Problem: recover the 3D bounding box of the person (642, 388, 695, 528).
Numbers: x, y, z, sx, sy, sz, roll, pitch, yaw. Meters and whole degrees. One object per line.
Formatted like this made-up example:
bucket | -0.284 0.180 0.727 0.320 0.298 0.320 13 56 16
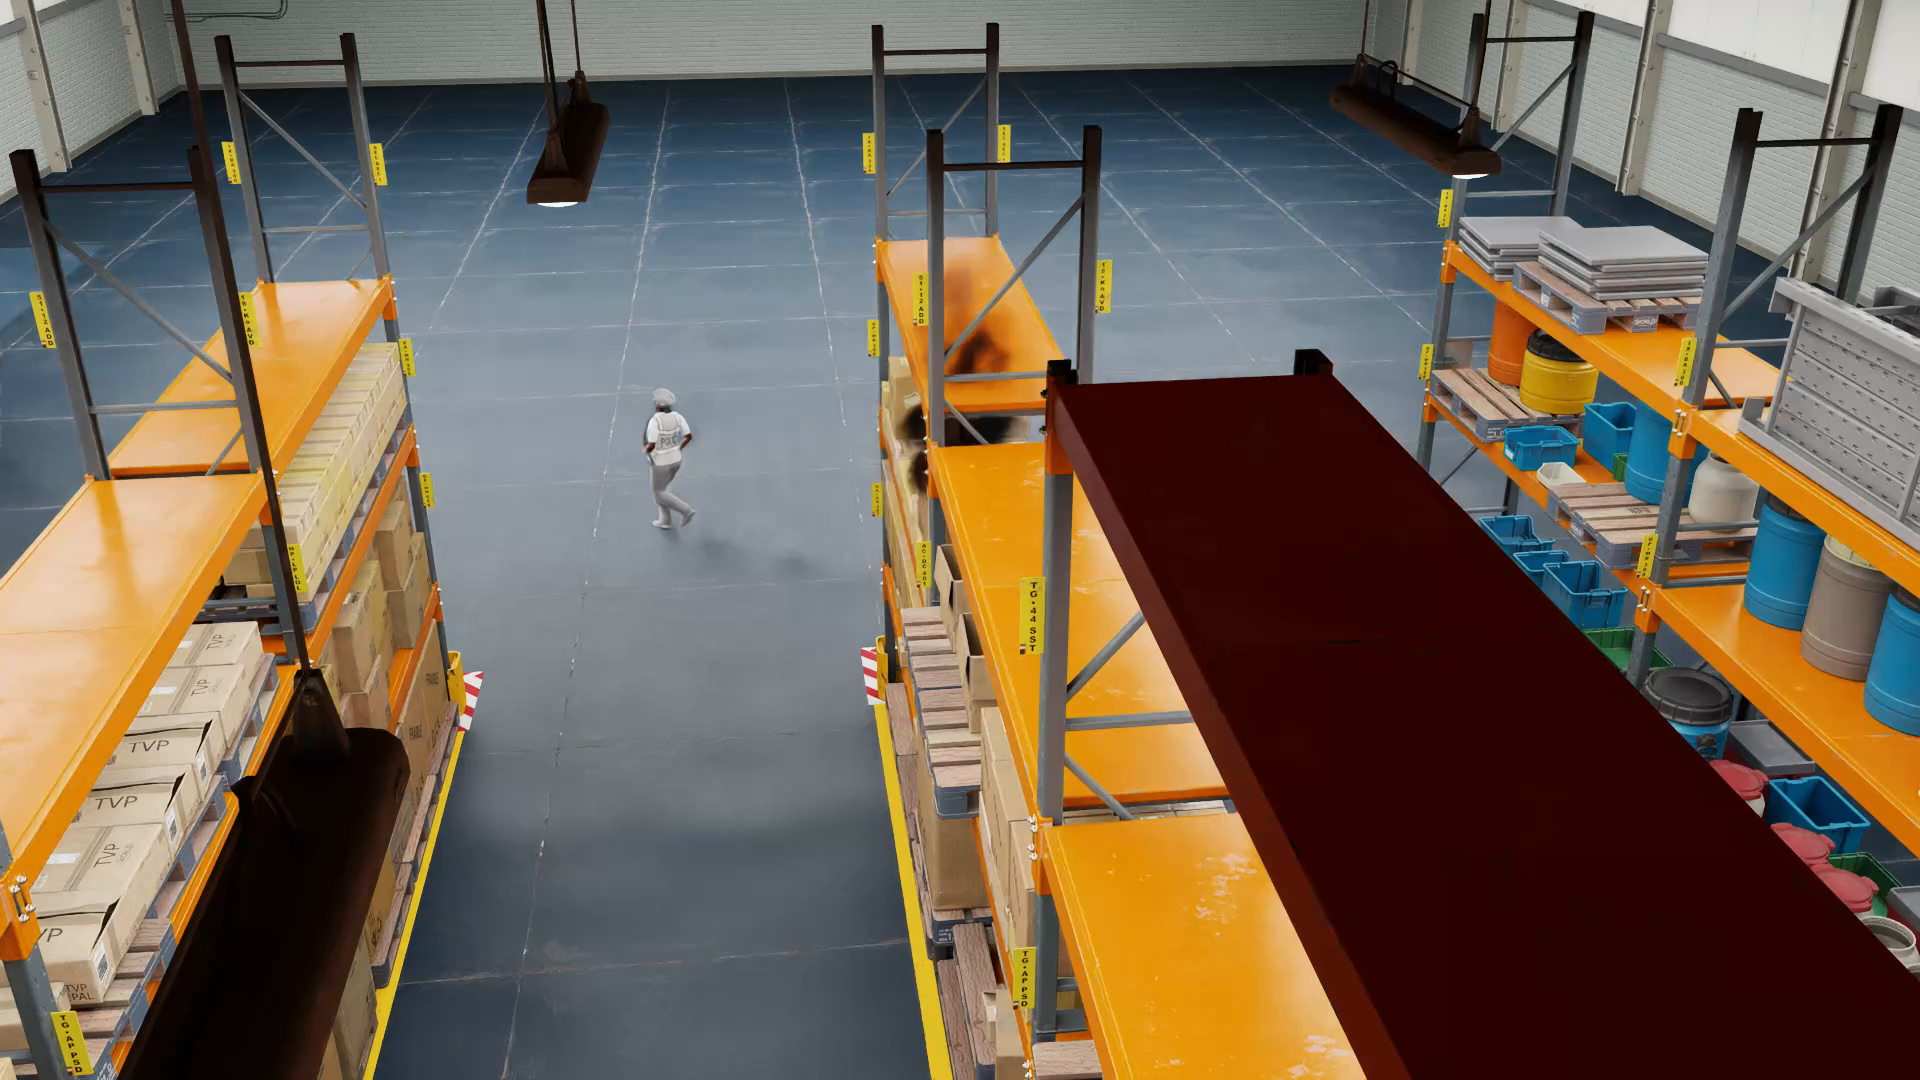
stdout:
person | -3.221 -0.845 18.374 0.693 1.683 0.576 19 31 34
